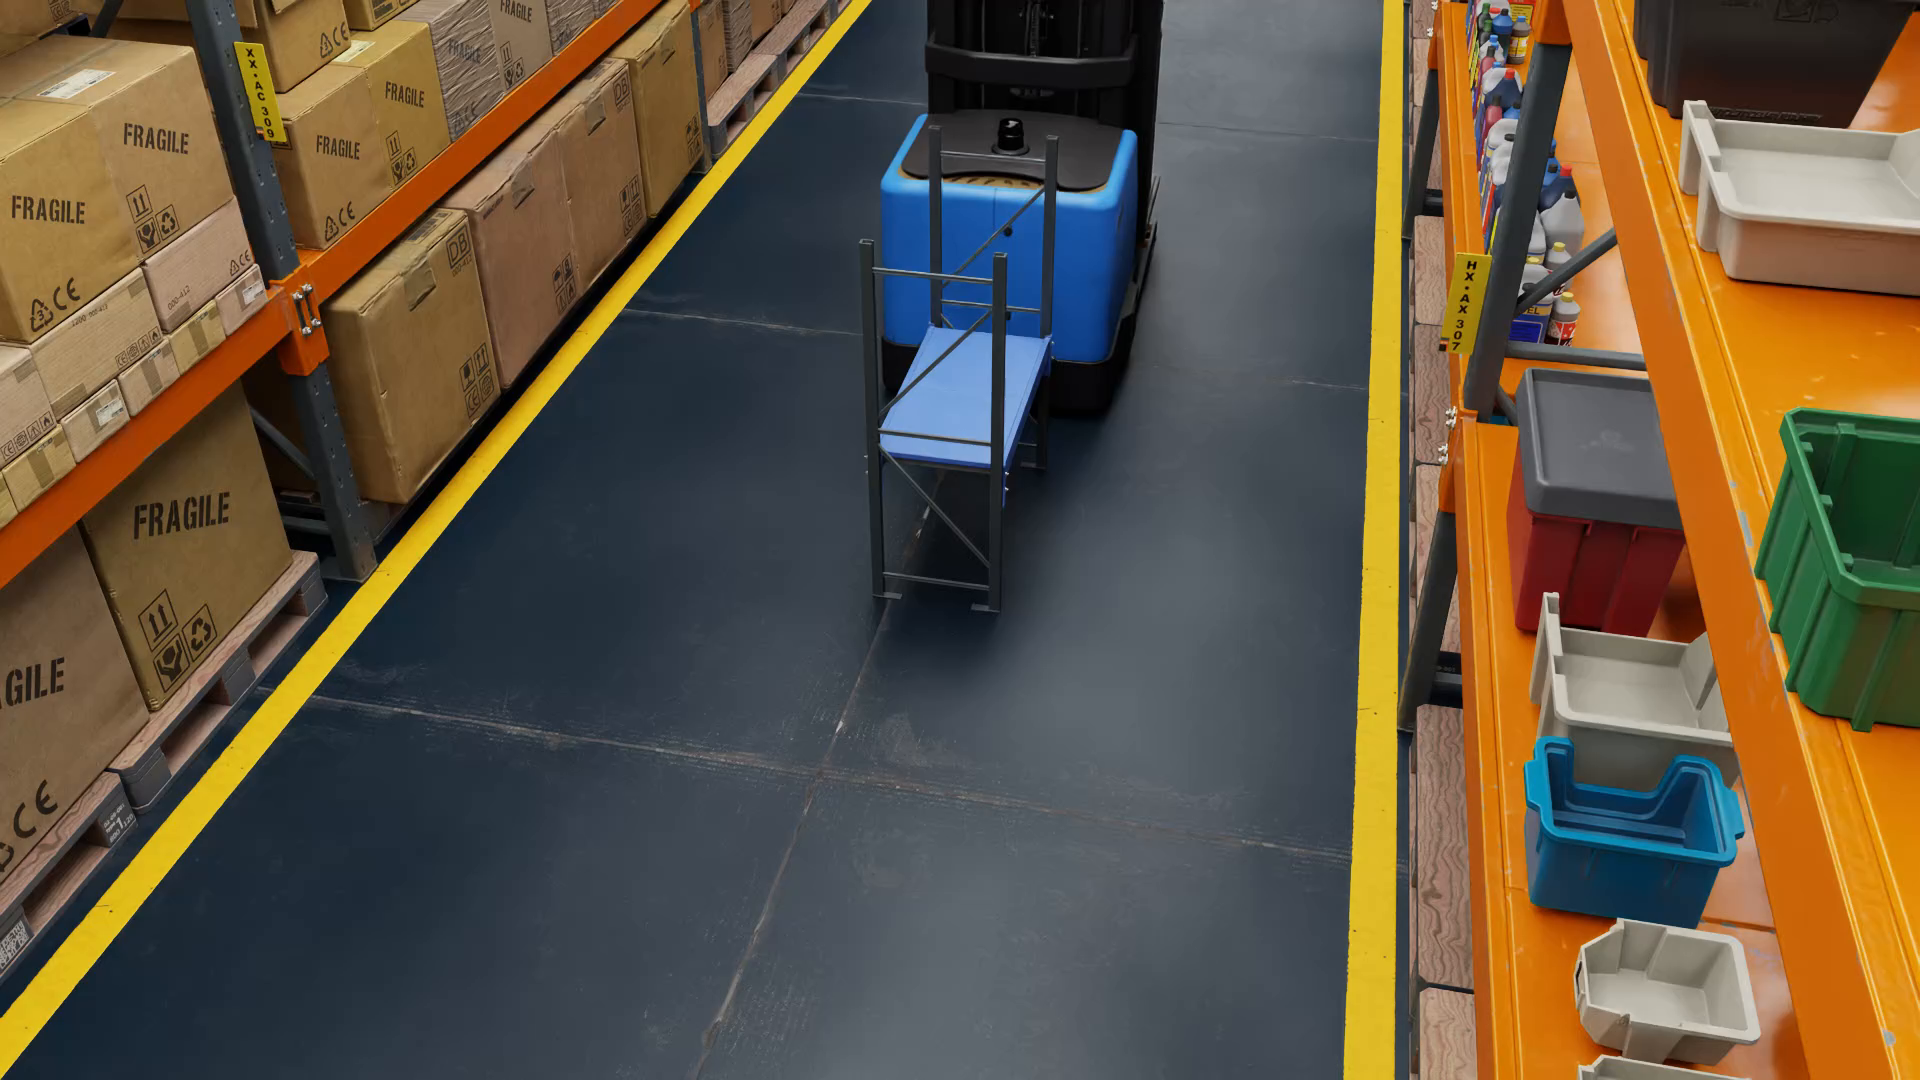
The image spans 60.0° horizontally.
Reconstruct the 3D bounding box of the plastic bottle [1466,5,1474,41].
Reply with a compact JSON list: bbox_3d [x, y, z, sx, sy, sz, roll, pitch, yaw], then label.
[{"bbox_3d":[2.404,-2.401,7.676,0.097,0.201,0.097,0,36,0],"label":"plastic bottle"}]

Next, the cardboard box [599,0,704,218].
[{"bbox_3d":[-2.122,-2.345,8.882,1.225,0.875,0.875,6,36,8],"label":"cardboard box"}]

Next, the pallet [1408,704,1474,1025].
[{"bbox_3d":[1.911,1.041,5.134,1.003,0.211,1.213,7,37,10],"label":"pallet"}]

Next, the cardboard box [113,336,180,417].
[{"bbox_3d":[-2.663,-0.523,5.130,0.380,0.149,0.250,7,36,9],"label":"cardboard box"}]

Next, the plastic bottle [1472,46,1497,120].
[{"bbox_3d":[2.185,-1.896,6.910,0.061,0.283,0.133,7,37,10],"label":"plastic bottle"}]

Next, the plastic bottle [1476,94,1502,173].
[{"bbox_3d":[2.067,-1.581,6.474,0.061,0.283,0.133,7,37,10],"label":"plastic bottle"}]

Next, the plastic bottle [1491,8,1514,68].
[{"bbox_3d":[2.385,-2.212,7.356,0.097,0.271,0.097,0,36,0],"label":"plastic bottle"}]

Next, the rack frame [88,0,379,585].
[{"bbox_3d":[-2.809,-1.135,5.760,1.000,3.000,0.127,7,37,10],"label":"rack frame"}]

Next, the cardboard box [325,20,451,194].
[{"bbox_3d":[-2.360,-1.697,6.450,0.500,0.500,0.500,7,37,10],"label":"cardboard box"}]

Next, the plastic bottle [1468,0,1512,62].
[{"bbox_3d":[2.377,-2.285,7.452,0.152,0.276,0.135,7,37,10],"label":"plastic bottle"}]

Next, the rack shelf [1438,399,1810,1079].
[{"bbox_3d":[1.603,0.923,3.533,1.077,0.370,4.000,7,37,10],"label":"rack shelf"}]

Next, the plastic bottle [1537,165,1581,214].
[{"bbox_3d":[2.087,-1.150,5.823,0.144,0.351,0.185,7,37,10],"label":"plastic bottle"}]

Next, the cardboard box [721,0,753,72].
[{"bbox_3d":[-1.725,-3.301,10.503,0.700,0.500,0.500,4,36,6],"label":"cardboard box"}]

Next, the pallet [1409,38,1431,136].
[{"bbox_3d":[3.351,-2.815,10.454,1.003,0.211,1.213,7,37,10],"label":"pallet"}]

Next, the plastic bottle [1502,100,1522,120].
[{"bbox_3d":[2.148,-1.576,6.479,0.097,0.271,0.097,0,36,0],"label":"plastic bottle"}]

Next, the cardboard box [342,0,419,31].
[{"bbox_3d":[-2.522,-2.341,6.484,0.797,0.503,0.637,8,37,10],"label":"cardboard box"}]

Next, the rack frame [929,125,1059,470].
[{"bbox_3d":[0.127,-0.948,6.779,0.500,1.500,0.032,7,37,10],"label":"rack frame"}]

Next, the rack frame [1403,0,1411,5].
[{"bbox_3d":[3.739,-5.101,11.232,1.000,3.000,0.127,7,37,10],"label":"rack frame"}]

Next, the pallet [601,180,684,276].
[{"bbox_3d":[-2.196,-1.857,9.132,1.003,0.211,1.213,7,37,10],"label":"pallet"}]

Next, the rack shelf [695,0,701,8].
[{"bbox_3d":[-1.527,-4.284,10.718,1.077,0.370,4.000,7,37,10],"label":"rack shelf"}]

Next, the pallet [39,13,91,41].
[{"bbox_3d":[-6.536,-3.422,11.291,1.003,0.211,1.213,7,37,10],"label":"pallet"}]

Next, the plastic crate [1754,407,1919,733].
[{"bbox_3d":[1.107,0.049,1.751,0.450,0.188,0.336,7,37,10],"label":"plastic crate"}]

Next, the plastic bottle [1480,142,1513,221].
[{"bbox_3d":[2.013,-1.306,6.102,0.152,0.276,0.135,7,37,10],"label":"plastic bottle"}]

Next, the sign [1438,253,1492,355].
[{"bbox_3d":[1.493,-0.697,4.919,0.100,0.325,0.005,7,37,10],"label":"sign"}]

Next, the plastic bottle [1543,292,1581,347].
[{"bbox_3d":[1.924,-0.696,5.323,0.097,0.201,0.097,0,36,0],"label":"plastic bottle"}]

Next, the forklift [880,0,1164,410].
[{"bbox_3d":[0.437,-2.628,7.879,1.130,2.935,3.031,7,36,9],"label":"forklift"}]

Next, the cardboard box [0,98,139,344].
[{"bbox_3d":[-2.757,-0.915,4.692,0.500,0.500,0.500,8,37,10],"label":"cardboard box"}]

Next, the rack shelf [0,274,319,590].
[{"bbox_3d":[-3.236,0.303,4.390,1.077,0.370,4.000,7,37,10],"label":"rack shelf"}]

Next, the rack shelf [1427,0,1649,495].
[{"bbox_3d":[2.457,-1.370,6.697,1.077,0.370,4.000,7,37,10],"label":"rack shelf"}]

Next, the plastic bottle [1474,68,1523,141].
[{"bbox_3d":[2.180,-1.755,6.721,0.152,0.276,0.135,7,37,10],"label":"plastic bottle"}]

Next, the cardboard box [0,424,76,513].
[{"bbox_3d":[-2.773,-0.228,4.722,0.380,0.149,0.250,8,37,11],"label":"cardboard box"}]

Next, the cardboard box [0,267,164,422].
[{"bbox_3d":[-2.755,-0.612,4.913,0.500,0.250,0.500,8,37,11],"label":"cardboard box"}]

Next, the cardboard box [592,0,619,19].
[{"bbox_3d":[-1.930,-2.870,8.069,0.500,0.500,0.500,7,37,10],"label":"cardboard box"}]

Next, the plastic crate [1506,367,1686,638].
[{"bbox_3d":[1.594,-0.084,4.205,0.402,0.464,0.583,7,37,10],"label":"plastic crate"}]

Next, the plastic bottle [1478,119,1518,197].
[{"bbox_3d":[2.062,-1.439,6.286,0.152,0.276,0.135,7,37,10],"label":"plastic bottle"}]

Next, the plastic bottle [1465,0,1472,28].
[{"bbox_3d":[2.476,-2.550,7.818,0.152,0.276,0.135,7,37,10],"label":"plastic bottle"}]

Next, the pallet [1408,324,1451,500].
[{"bbox_3d":[2.494,-0.524,7.293,1.003,0.211,1.213,7,37,10],"label":"pallet"}]

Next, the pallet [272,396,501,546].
[{"bbox_3d":[-2.717,-0.458,7.202,1.003,0.211,1.213,7,37,10],"label":"pallet"}]

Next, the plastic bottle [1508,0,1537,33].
[{"bbox_3d":[2.625,-2.531,7.792,0.152,0.276,0.135,7,37,10],"label":"plastic bottle"}]

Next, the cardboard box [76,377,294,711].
[{"bbox_3d":[-3.028,-0.077,5.752,0.875,0.875,0.875,7,37,10],"label":"cardboard box"}]

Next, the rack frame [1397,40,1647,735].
[{"bbox_3d":[2.030,-0.514,4.904,1.000,3.000,0.127,7,37,10],"label":"rack frame"}]

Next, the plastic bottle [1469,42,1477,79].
[{"bbox_3d":[2.297,-2.115,7.281,0.097,0.201,0.097,0,36,0],"label":"plastic bottle"}]

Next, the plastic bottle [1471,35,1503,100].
[{"bbox_3d":[2.248,-2.011,7.078,0.097,0.271,0.097,0,36,0],"label":"plastic bottle"}]

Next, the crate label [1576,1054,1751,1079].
[{"bbox_3d":[1.285,1.044,2.927,0.396,0.136,0.243,7,37,10],"label":"crate label"}]

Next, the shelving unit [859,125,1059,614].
[{"bbox_3d":[0.018,-0.656,6.377,0.538,1.500,1.048,7,37,10],"label":"shelving unit"}]

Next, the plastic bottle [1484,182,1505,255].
[{"bbox_3d":[1.946,-1.168,5.848,0.144,0.351,0.185,7,37,10],"label":"plastic bottle"}]

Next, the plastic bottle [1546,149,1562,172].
[{"bbox_3d":[2.139,-1.300,6.097,0.097,0.271,0.097,0,36,0],"label":"plastic bottle"}]

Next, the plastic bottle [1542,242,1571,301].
[{"bbox_3d":[2.002,-0.905,5.612,0.097,0.201,0.097,0,36,0],"label":"plastic bottle"}]

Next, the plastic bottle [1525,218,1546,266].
[{"bbox_3d":[1.876,-0.940,5.597,0.152,0.276,0.135,7,37,10],"label":"plastic bottle"}]

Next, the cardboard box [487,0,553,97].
[{"bbox_3d":[-2.147,-2.280,7.255,0.500,0.500,0.500,8,37,11],"label":"cardboard box"}]

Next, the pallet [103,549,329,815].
[{"bbox_3d":[-3.047,0.420,5.991,1.003,0.211,1.213,7,37,10],"label":"pallet"}]

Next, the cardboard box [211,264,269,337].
[{"bbox_3d":[-2.554,-0.818,5.536,0.380,0.149,0.250,8,37,10],"label":"cardboard box"}]

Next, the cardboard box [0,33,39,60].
[{"bbox_3d":[-3.161,-1.256,5.162,0.500,0.500,0.500,7,37,10],"label":"cardboard box"}]

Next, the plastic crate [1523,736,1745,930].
[{"bbox_3d":[1.364,0.613,3.440,0.416,0.233,0.300,7,37,10],"label":"plastic crate"}]

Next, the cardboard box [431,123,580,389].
[{"bbox_3d":[-2.501,-1.327,7.477,1.225,0.875,0.875,6,36,8],"label":"cardboard box"}]

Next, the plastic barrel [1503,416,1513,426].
[{"bbox_3d":[2.163,-0.145,5.824,0.600,0.901,0.708,7,37,10],"label":"plastic barrel"}]

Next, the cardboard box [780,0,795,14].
[{"bbox_3d":[-1.491,-3.947,11.394,0.700,0.500,0.500,4,36,6],"label":"cardboard box"}]

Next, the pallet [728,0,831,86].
[{"bbox_3d":[-1.523,-3.445,11.323,1.003,0.211,1.213,7,37,10],"label":"pallet"}]

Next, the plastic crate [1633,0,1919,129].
[{"bbox_3d":[1.497,-0.998,3.127,0.497,0.269,0.590,7,37,10],"label":"plastic crate"}]
